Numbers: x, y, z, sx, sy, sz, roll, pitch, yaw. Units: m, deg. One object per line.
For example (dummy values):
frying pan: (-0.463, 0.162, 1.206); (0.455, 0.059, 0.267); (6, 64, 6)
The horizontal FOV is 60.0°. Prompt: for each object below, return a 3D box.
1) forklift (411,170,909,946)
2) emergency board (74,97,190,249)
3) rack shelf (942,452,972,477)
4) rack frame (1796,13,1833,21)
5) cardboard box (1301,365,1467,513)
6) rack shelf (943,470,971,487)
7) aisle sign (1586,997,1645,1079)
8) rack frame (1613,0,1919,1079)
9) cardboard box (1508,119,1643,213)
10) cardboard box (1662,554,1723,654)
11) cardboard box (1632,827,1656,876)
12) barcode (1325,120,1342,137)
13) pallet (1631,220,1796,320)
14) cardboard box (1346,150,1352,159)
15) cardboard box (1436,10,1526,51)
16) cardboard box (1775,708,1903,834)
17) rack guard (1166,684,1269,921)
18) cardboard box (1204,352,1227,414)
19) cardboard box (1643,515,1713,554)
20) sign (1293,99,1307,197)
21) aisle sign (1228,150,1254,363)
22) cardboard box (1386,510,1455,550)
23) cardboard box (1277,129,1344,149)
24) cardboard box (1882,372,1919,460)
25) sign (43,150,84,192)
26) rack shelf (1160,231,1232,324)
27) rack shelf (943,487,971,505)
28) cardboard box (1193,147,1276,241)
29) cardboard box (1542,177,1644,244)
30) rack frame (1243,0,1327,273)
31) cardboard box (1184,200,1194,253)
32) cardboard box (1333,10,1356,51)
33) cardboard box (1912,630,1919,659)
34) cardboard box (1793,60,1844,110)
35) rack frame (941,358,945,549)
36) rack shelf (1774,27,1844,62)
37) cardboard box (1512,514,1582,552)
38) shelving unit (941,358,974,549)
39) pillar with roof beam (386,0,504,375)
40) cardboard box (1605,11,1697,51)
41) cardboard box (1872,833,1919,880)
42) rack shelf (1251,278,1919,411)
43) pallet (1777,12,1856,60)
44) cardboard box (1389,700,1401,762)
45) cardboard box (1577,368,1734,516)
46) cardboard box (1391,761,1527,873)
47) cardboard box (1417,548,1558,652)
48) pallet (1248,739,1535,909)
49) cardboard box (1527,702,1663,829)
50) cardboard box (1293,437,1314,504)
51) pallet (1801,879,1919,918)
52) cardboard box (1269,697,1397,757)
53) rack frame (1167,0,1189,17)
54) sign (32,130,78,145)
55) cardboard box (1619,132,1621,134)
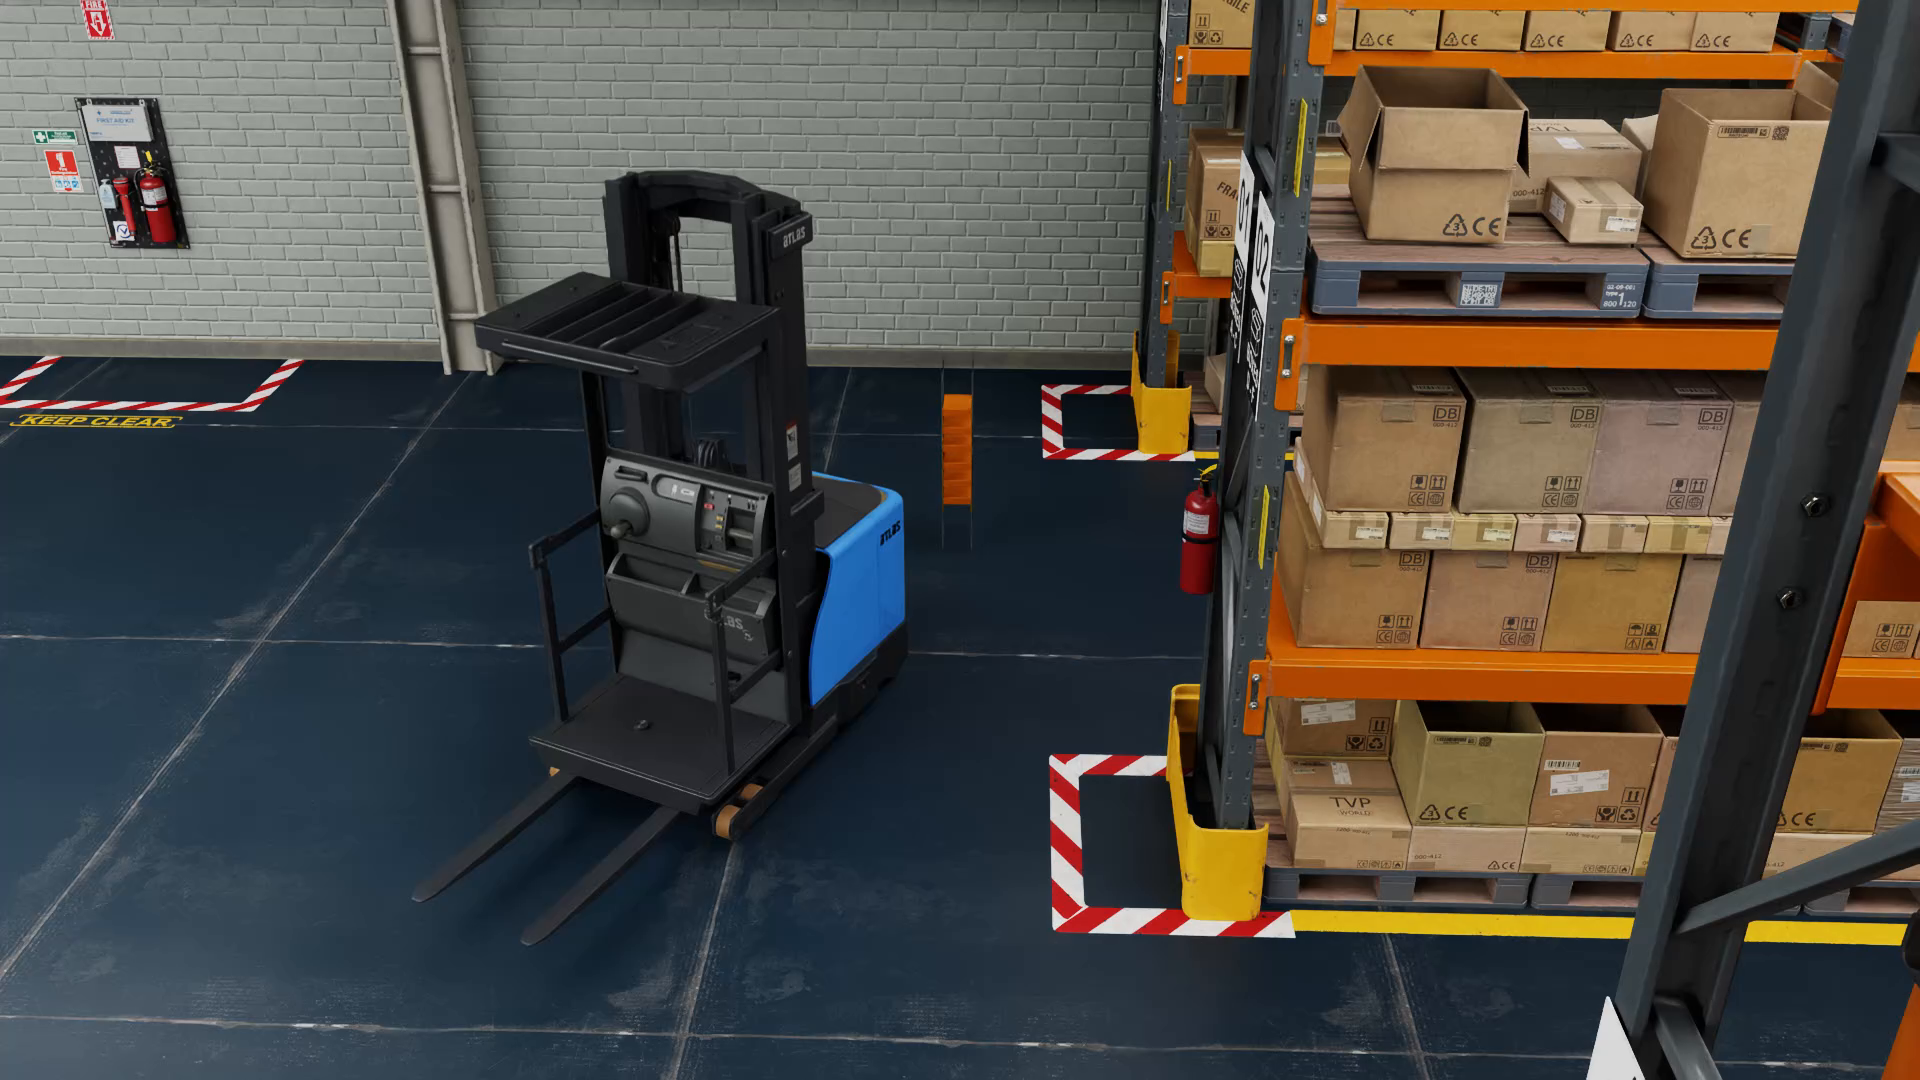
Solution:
forklift: (-1.409, -0.096, 7.727); (1.130, 2.935, 3.031); (13, 31, 24)
emergency board: (-6.341, -2.762, 12.683); (0.643, 1.169, 0.194); (1, 28, 2)
rack shelf: (-0.014, -0.491, 10.416); (0.180, 0.103, 0.258); (1, 28, 2)
rack frame: (5.391, -4.795, 10.113); (0.127, 3.000, 1.000); (1, 28, 2)
cardboard box: (1.741, -0.495, 6.914); (0.500, 0.500, 0.700); (1, 28, 2)
rack shelf: (-0.014, -0.385, 10.472); (0.180, 0.103, 0.258); (1, 28, 2)
aisle sign: (0.982, 1.138, 2.551); (0.004, 0.787, 0.394); (1, 28, 2)
rack frame: (1.044, -0.222, 1.487); (0.053, 2.616, 0.949); (1, 28, 2)
cardboard box: (2.383, -1.503, 6.667); (0.500, 0.250, 0.500); (1, 28, 2)
cardboard box: (3.236, 0.102, 7.174); (0.500, 0.500, 0.700); (2, 28, 3)
cardboard box: (3.250, 1.276, 7.553); (0.500, 0.250, 0.500); (1, 28, 2)
barcode: (1.541, -1.694, 6.847); (0.075, 0.075, 0.001); (1, 28, 2)
pallet: (3.151, -1.135, 6.506); (1.213, 0.211, 1.003); (1, 28, 2)
cardboard box: (2.870, -2.312, 11.171); (0.500, 0.500, 0.500); (0, 28, 0)
cardboard box: (3.310, -3.435, 10.622); (0.500, 0.500, 0.500); (3, 28, 5)
cardboard box: (3.750, 0.947, 7.374); (0.500, 0.500, 0.500); (1, 28, 2)
rack guard: (1.198, 1.212, 7.855); (0.348, 0.500, 1.175); (1, 28, 2)
cardboard box: (2.082, -1.163, 12.068); (0.500, 0.311, 0.500); (-2, 28, -4)
cardboard box: (2.894, -0.095, 6.853); (0.250, 0.149, 0.380); (1, 28, 1)
sign: (1.197, -1.379, 5.853); (0.005, 0.325, 0.100); (1, 28, 2)
aisle sign: (1.167, -1.179, 6.921); (0.004, 0.787, 0.394); (1, 28, 2)
cardboard box: (1.871, -0.112, 6.885); (0.250, 0.149, 0.380); (0, 28, 0)
cardboard box: (2.375, -2.563, 11.646); (0.500, 0.500, 0.500); (1, 28, 2)
cardboard box: (3.771, -0.464, 6.856); (0.500, 0.500, 0.700); (1, 28, 2)
sign: (-6.890, -2.835, 12.783); (0.234, 0.329, 0.001); (1, 28, 2)
rack shelf: (3.392, -1.860, 11.749); (4.000, 0.370, 1.077); (1, 28, 2)
rack shelf: (-0.014, -0.279, 10.528); (0.180, 0.103, 0.258); (1, 28, 2)
cardboard box: (1.860, -2.336, 11.217); (0.500, 0.500, 0.500); (1, 28, 2)
cardboard box: (2.392, -1.252, 6.301); (0.250, 0.149, 0.380); (1, 28, 2)
rack frame: (1.222, -2.542, 5.864); (0.127, 3.000, 1.000); (1, 28, 2)
cardboard box: (1.868, -2.236, 11.830); (0.500, 0.250, 0.500); (1, 28, 3)
cardboard box: (2.254, -3.441, 10.633); (0.500, 0.500, 0.500); (3, 28, 5)
cardboard box: (4.249, 0.120, 7.140); (0.500, 0.500, 0.700); (1, 28, 1)
cardboard box: (3.579, -1.530, 6.449); (0.637, 0.503, 0.797); (4, 28, 7)
rack frame: (-0.106, -0.532, 10.398); (0.006, 1.200, 0.240); (1, 28, 2)
rack shelf: (7.390, -3.119, 10.922); (4.000, 0.370, 1.077); (1, 28, 2)
cardboard box: (2.372, -0.102, 6.866); (0.250, 0.149, 0.380); (1, 28, 1)
shelving unit: (-0.014, -0.530, 10.395); (0.189, 1.200, 0.258); (1, 28, 2)
pillar with roof beam: (-4.025, -3.339, 7.366); (0.400, 9.000, 9.100); (1, 28, 2)
cardboard box: (4.373, -3.430, 10.612); (0.500, 0.500, 0.500); (-1, 28, -3)
cardboard box: (4.249, 1.285, 7.535); (0.500, 0.250, 0.500); (1, 28, 2)
rack shelf: (3.221, -0.866, 6.672); (4.000, 0.370, 1.077); (1, 28, 2)
pallet: (6.004, -3.327, 10.746); (1.003, 0.211, 1.213); (1, 28, 2)
cardboard box: (2.269, 1.011, 8.053); (0.500, 0.250, 0.500); (1, 28, 2)
cardboard box: (2.771, -0.480, 6.887); (0.500, 0.500, 0.700); (1, 28, 2)
cardboard box: (2.250, 1.257, 7.589); (0.500, 0.250, 0.500); (1, 28, 2)
cardboard box: (2.214, 0.084, 7.207); (0.500, 0.500, 0.700); (2, 28, 3)
pallet: (1.988, 1.333, 7.935); (1.213, 0.211, 1.003); (1, 28, 2)
cardboard box: (2.750, 0.929, 7.407); (0.500, 0.500, 0.500); (1, 28, 2)
cardboard box: (1.611, -0.305, 7.250); (0.250, 0.149, 0.380); (0, 28, 1)
pallet: (4.427, 1.374, 7.859); (1.213, 0.211, 1.003); (1, 28, 2)
cardboard box: (1.769, 0.676, 7.885); (0.500, 0.500, 0.500); (1, 28, 2)
rack frame: (1.394, -4.861, 10.238); (0.127, 3.000, 1.000); (1, 28, 2)
sign: (-6.886, -3.065, 12.650); (0.331, 0.109, 0.001); (1, 28, 2)
cardboard box: (4.412, -2.534, 11.591); (0.500, 0.500, 0.500); (1, 28, 2)
